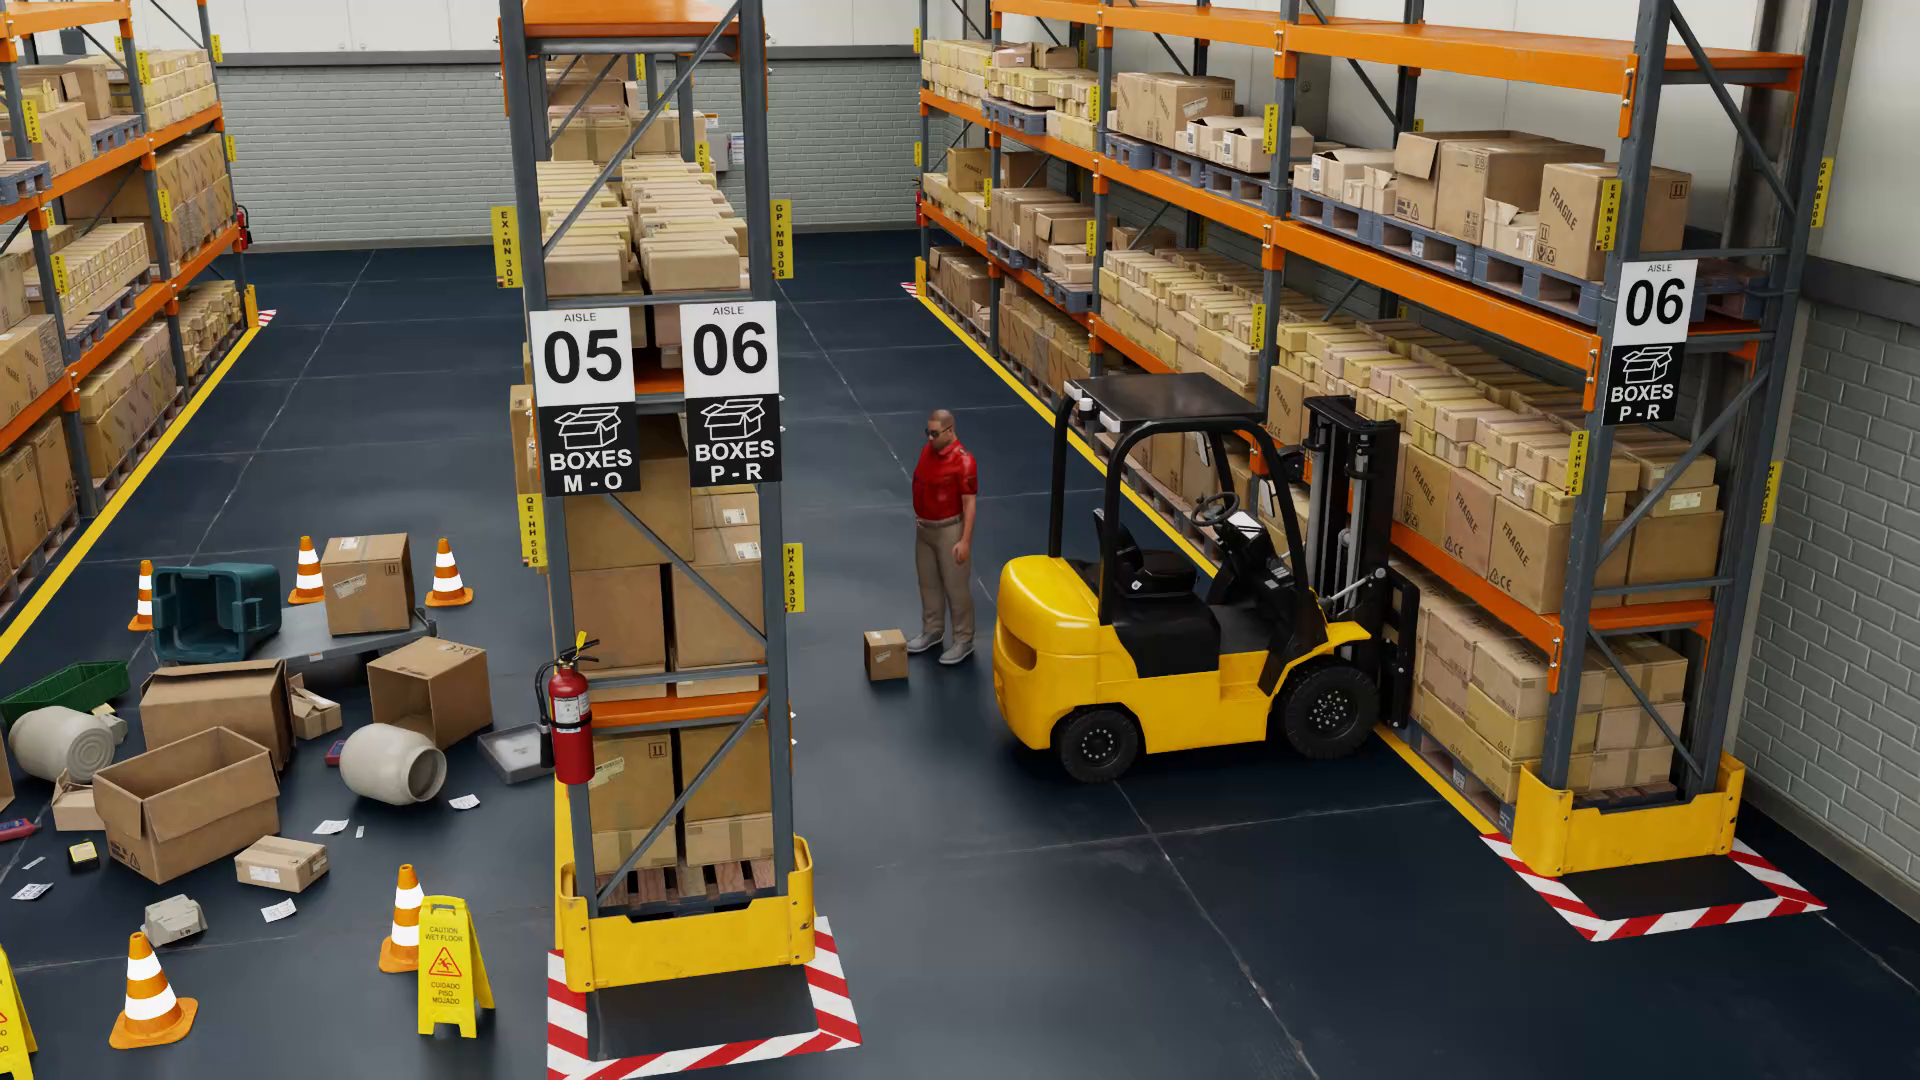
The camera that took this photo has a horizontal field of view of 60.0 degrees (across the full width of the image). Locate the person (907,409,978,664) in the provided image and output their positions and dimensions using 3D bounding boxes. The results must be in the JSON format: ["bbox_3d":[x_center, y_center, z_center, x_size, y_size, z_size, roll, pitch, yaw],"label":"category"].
[{"bbox_3d":[-0.124,-0.035,11.185,0.382,1.727,0.534,-15,25,-37],"label":"person"}]
